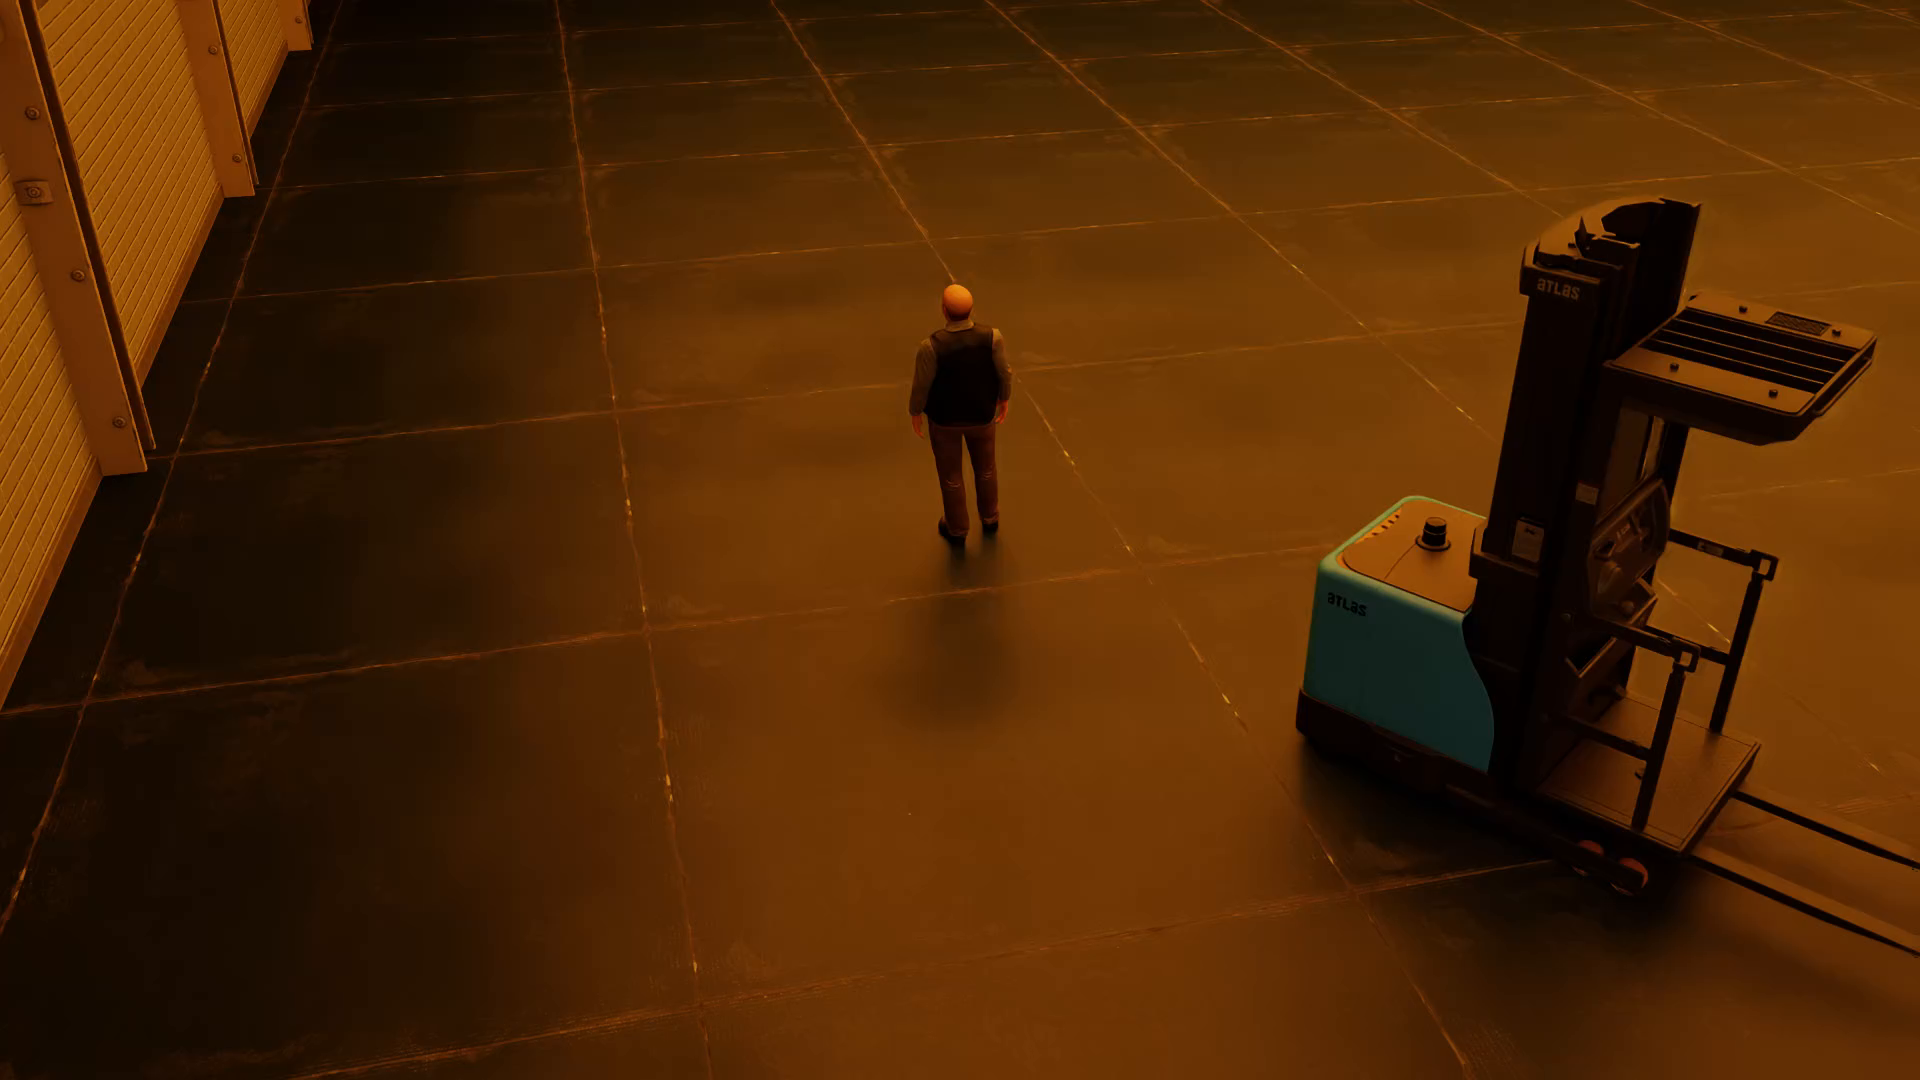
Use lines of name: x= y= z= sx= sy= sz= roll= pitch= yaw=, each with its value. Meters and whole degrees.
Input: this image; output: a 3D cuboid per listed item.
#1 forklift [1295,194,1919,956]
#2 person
forklift: x=3.196 y=0.068 z=7.456 sx=3.031 sy=2.935 sz=1.130 roll=23 pitch=37 yaw=34
person: x=-0.008 y=-0.782 z=10.120 sx=0.633 sy=1.722 sz=0.566 roll=-7 pitch=31 yaw=-12
